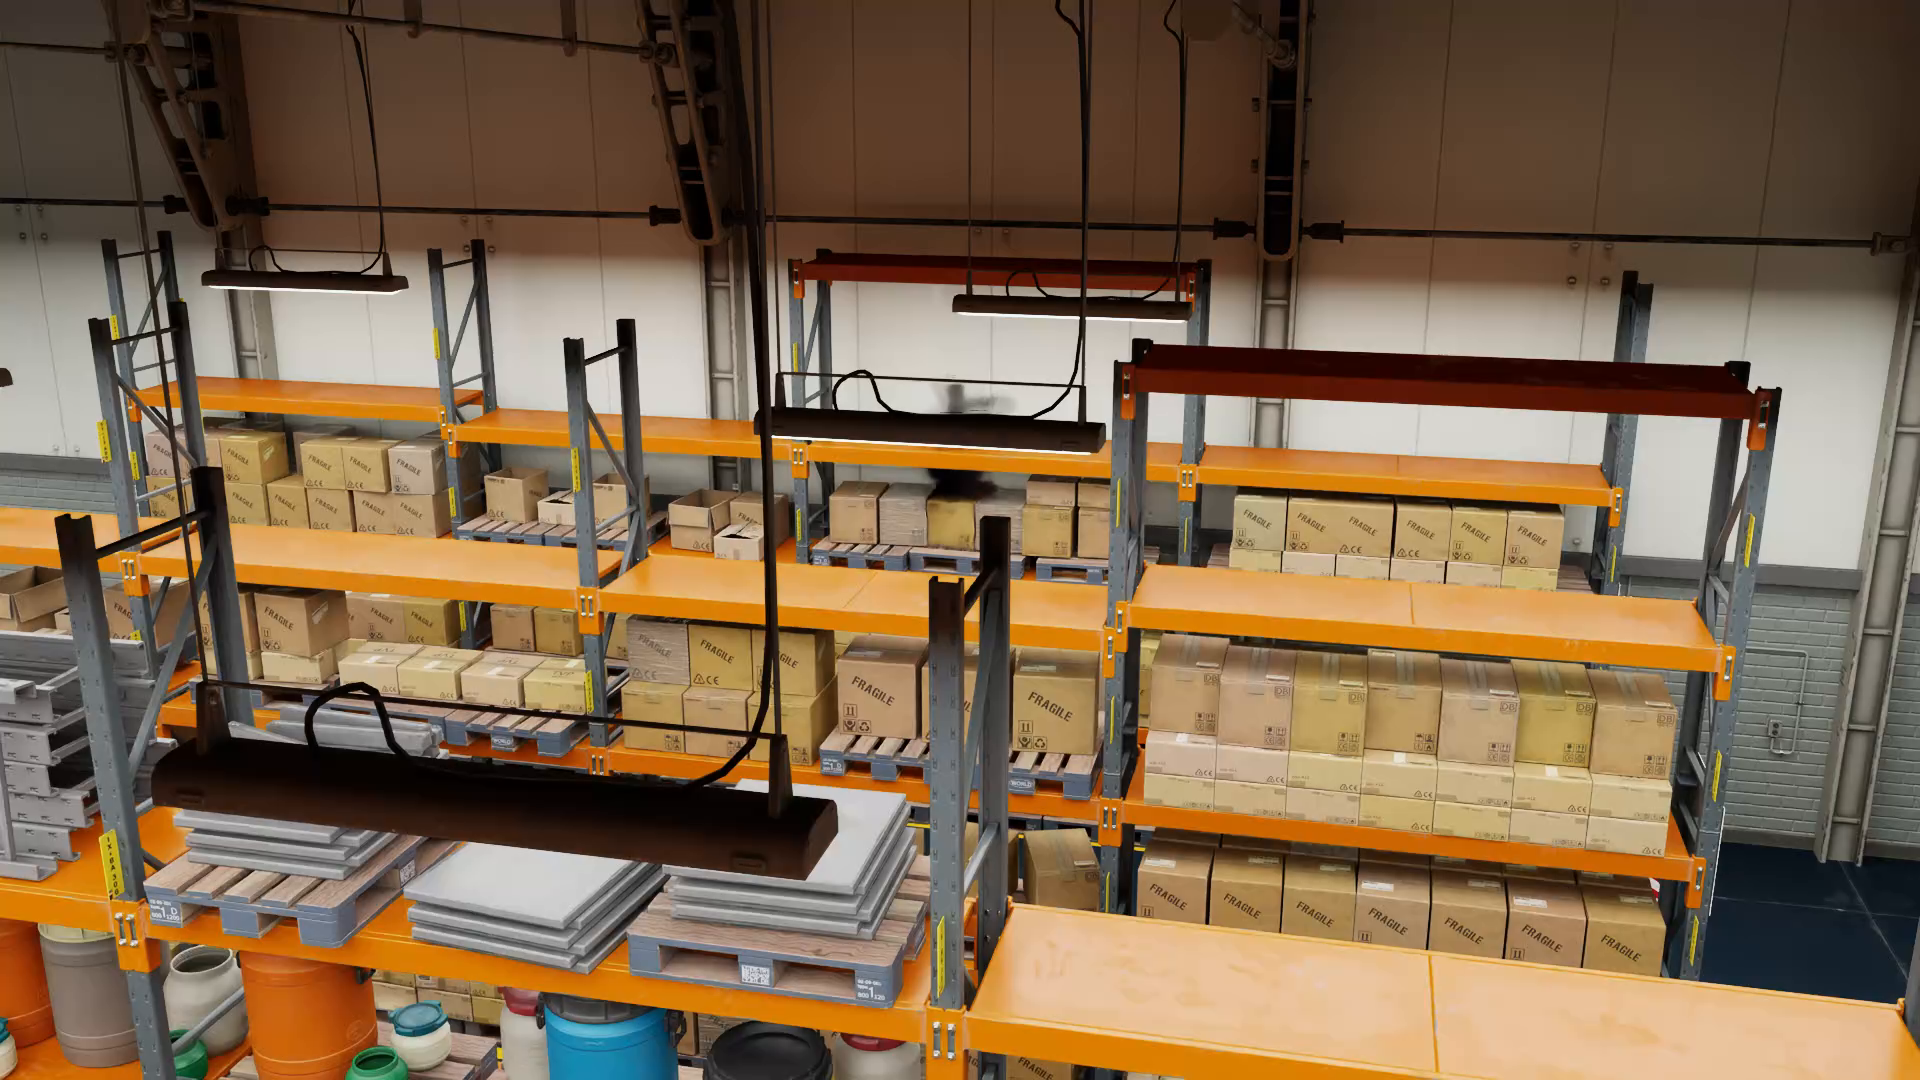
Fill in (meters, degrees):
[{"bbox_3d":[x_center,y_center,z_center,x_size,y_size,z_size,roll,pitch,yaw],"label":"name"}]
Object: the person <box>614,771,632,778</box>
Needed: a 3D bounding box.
[{"bbox_3d":[-3.208,2.830,15.607,0.581,1.726,0.659,3,17,9],"label":"person"}]
